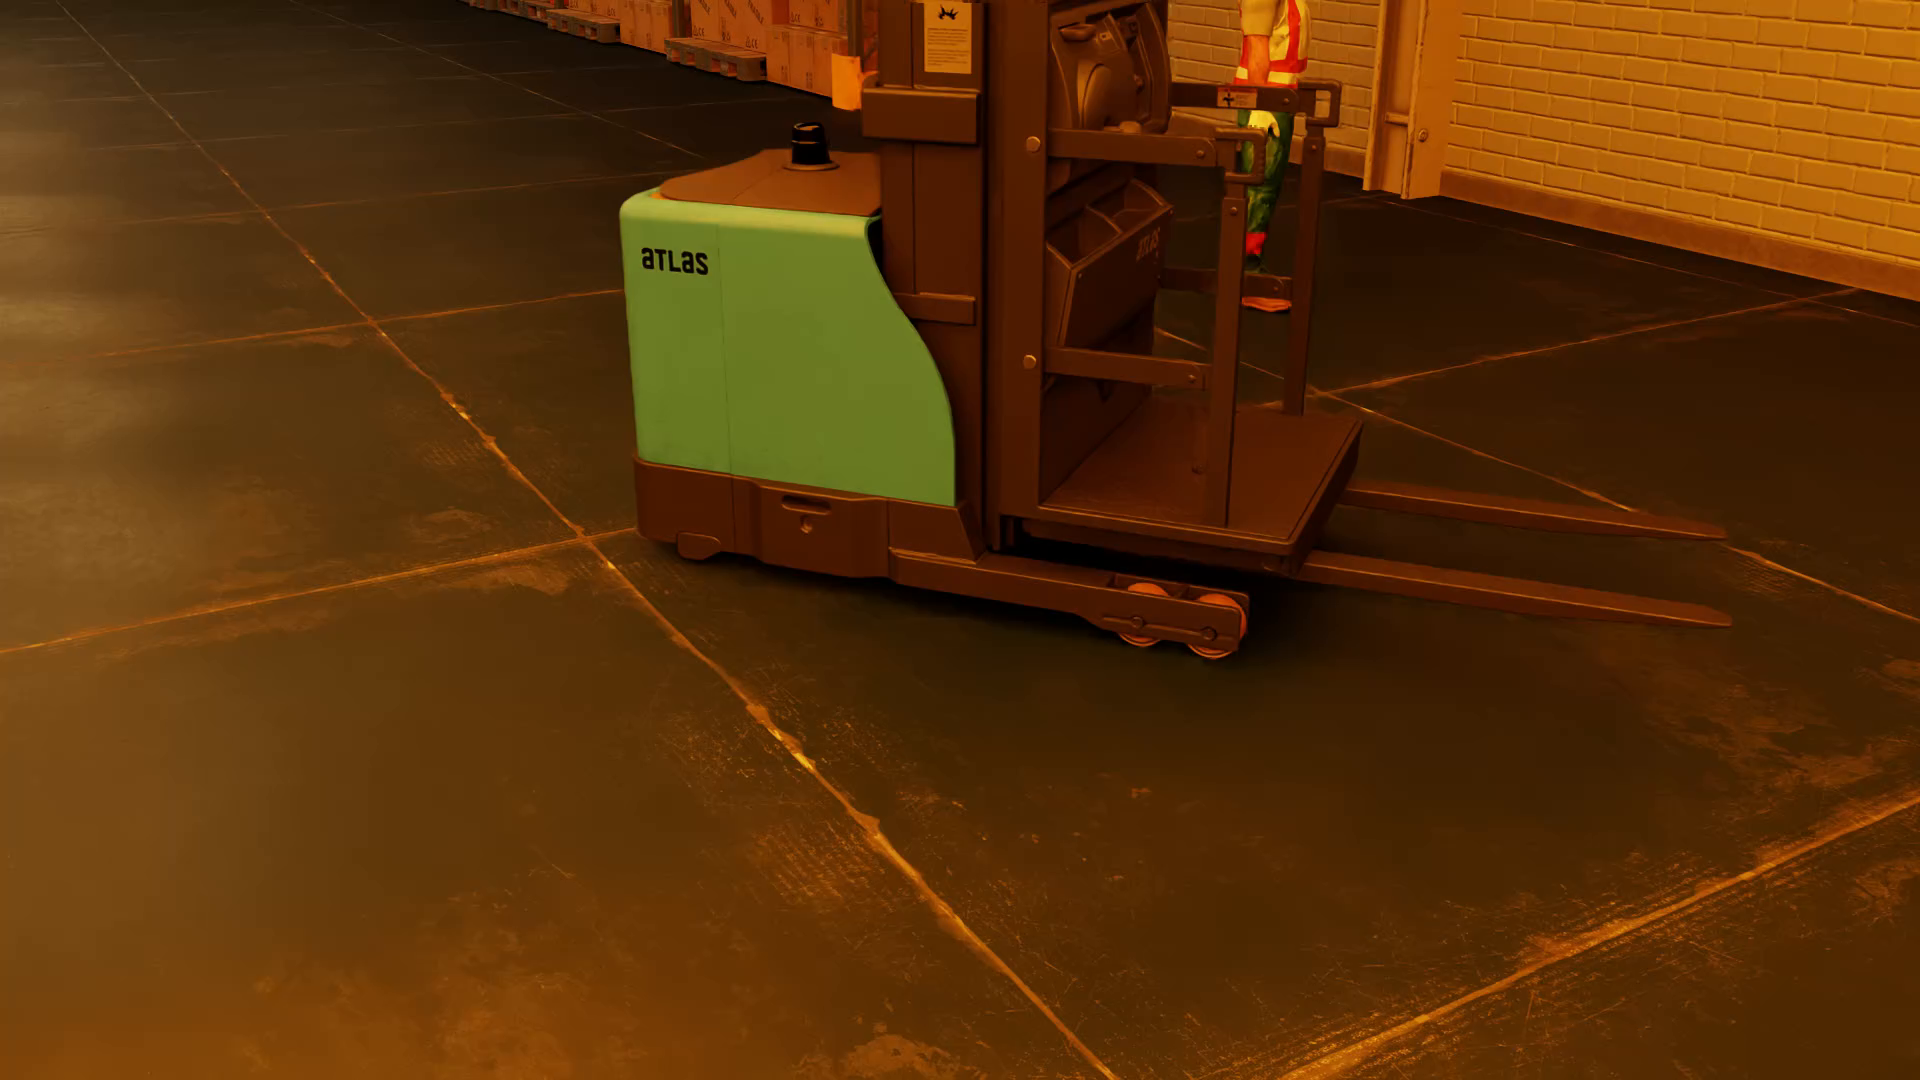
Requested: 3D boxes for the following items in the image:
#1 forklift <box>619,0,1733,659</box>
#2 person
[{"bbox_3d":[0.595,-1.273,4.376,3.031,2.935,1.130,9,24,20],"label":"forklift"},{"bbox_3d":[1.428,-1.975,7.591,0.366,1.796,0.525,6,23,14],"label":"person"}]
